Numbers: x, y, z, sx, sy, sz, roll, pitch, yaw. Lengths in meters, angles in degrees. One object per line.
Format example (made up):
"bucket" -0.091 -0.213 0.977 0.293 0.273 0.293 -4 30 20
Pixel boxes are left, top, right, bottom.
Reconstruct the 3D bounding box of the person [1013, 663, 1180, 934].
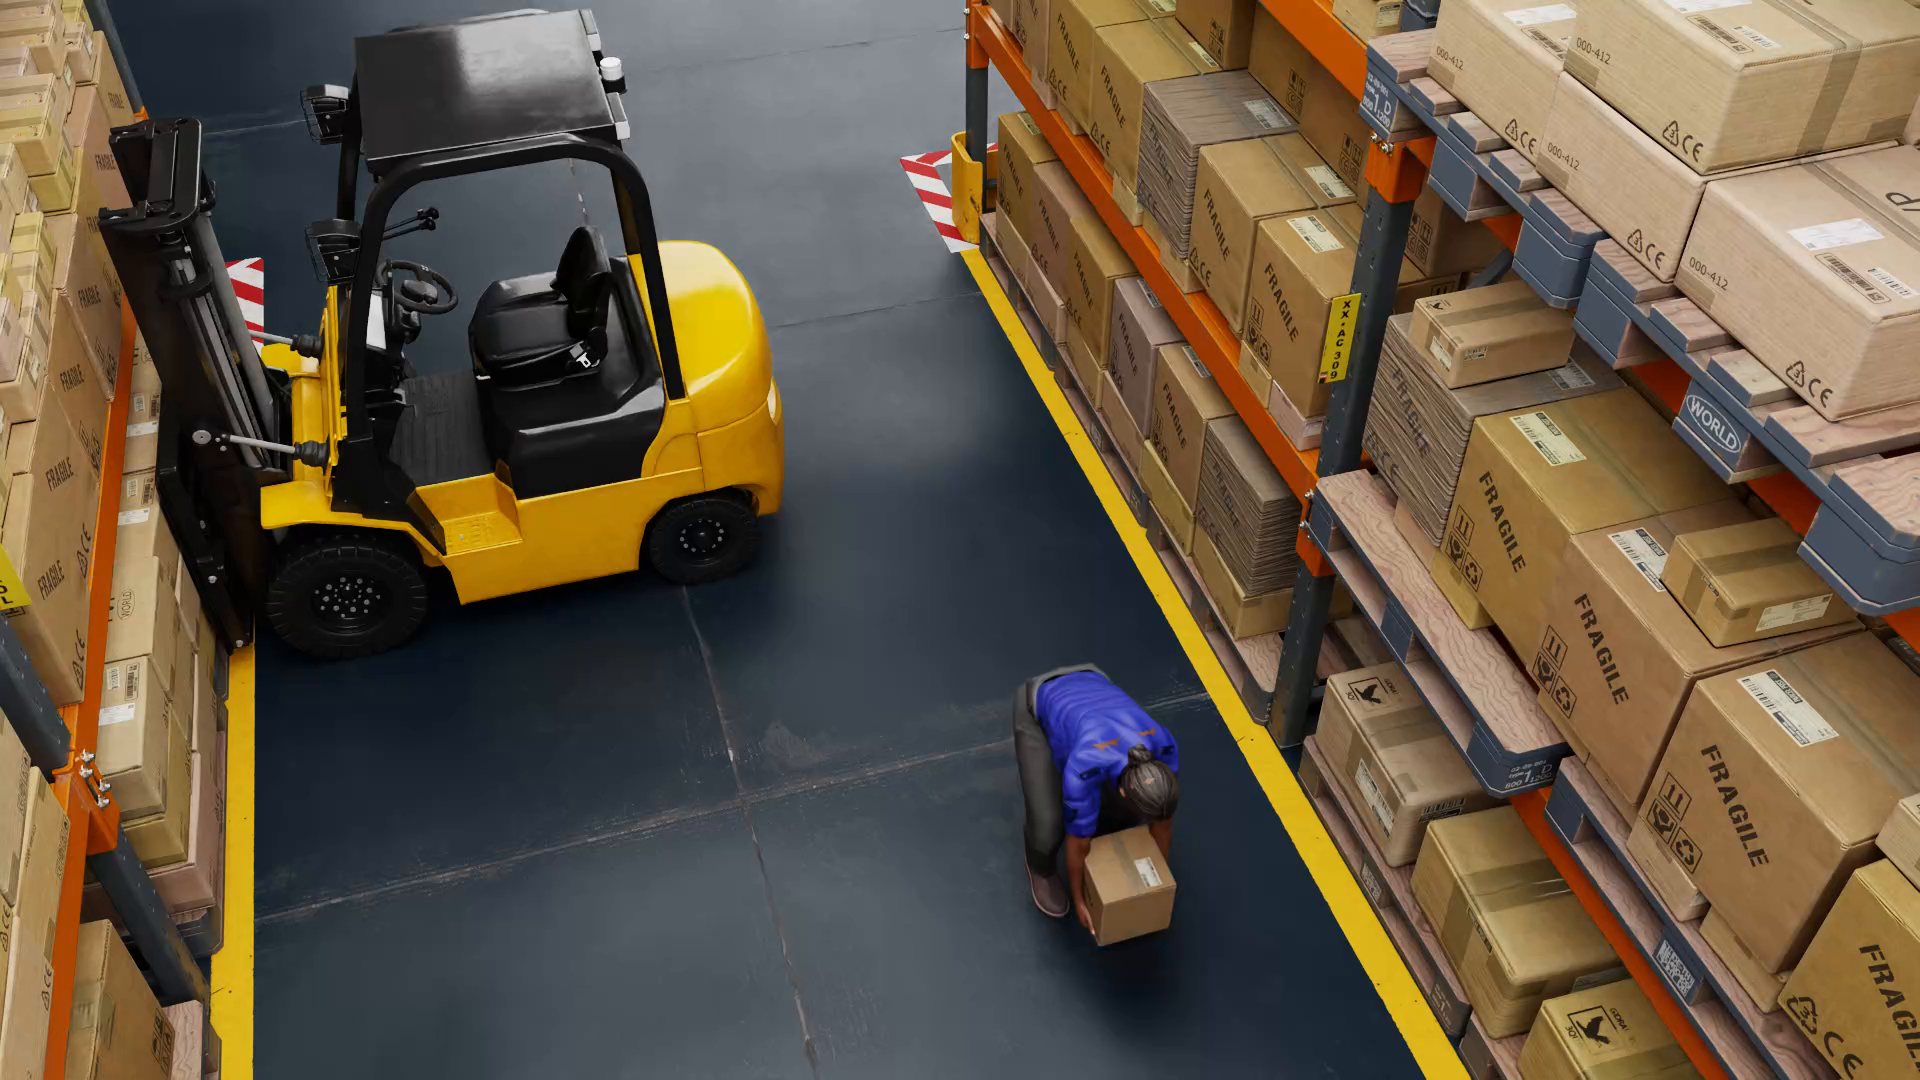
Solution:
"person" 0.463 0.898 5.582 0.439 1.125 0.846 -14 44 -15
